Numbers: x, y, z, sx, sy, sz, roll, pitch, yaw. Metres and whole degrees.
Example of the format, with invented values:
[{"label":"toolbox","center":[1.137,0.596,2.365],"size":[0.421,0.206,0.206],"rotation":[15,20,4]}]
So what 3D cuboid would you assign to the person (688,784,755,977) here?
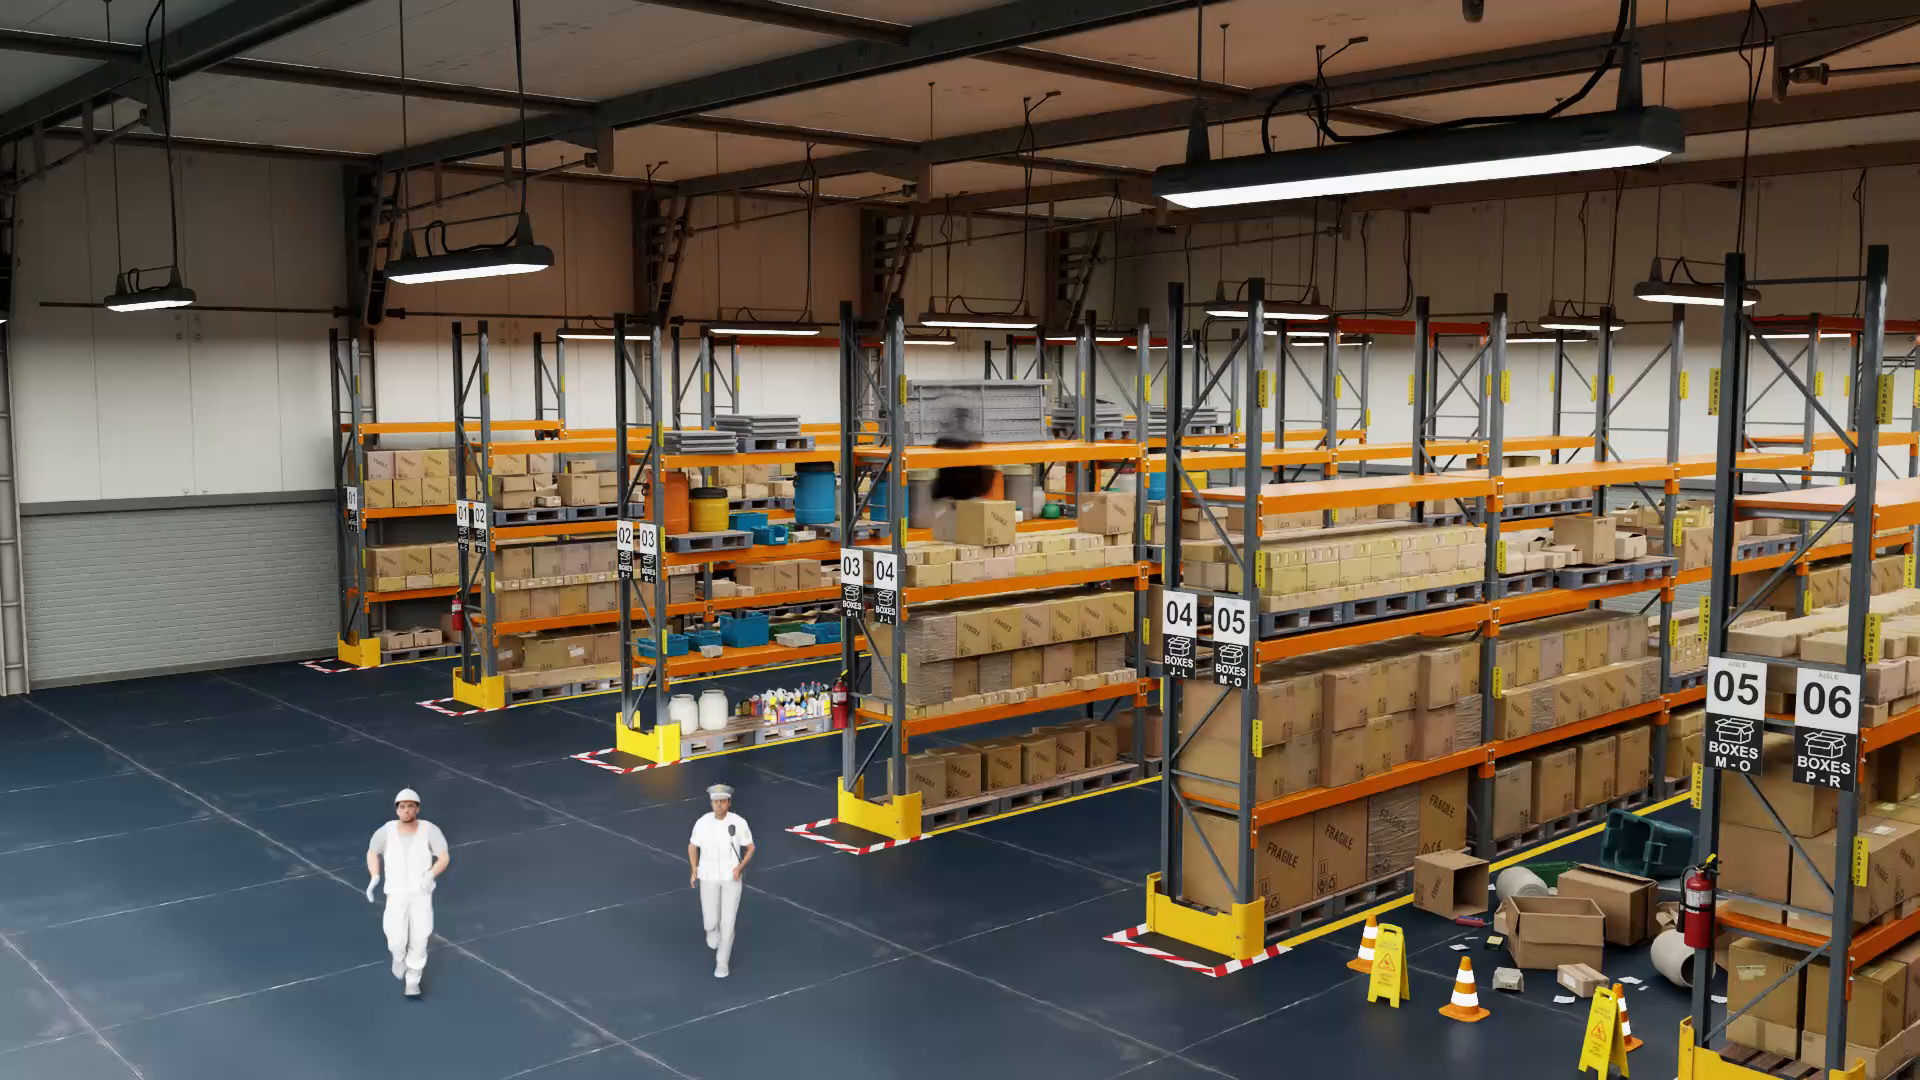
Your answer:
[{"label":"person","center":[-2.075,2.927,14.484],"size":[0.584,1.661,0.558],"rotation":[0,6,-4]}]

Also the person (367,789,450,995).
[{"label":"person","center":[-4.575,2.941,13.808],"size":[0.664,1.745,0.583],"rotation":[-2,6,-16]}]
